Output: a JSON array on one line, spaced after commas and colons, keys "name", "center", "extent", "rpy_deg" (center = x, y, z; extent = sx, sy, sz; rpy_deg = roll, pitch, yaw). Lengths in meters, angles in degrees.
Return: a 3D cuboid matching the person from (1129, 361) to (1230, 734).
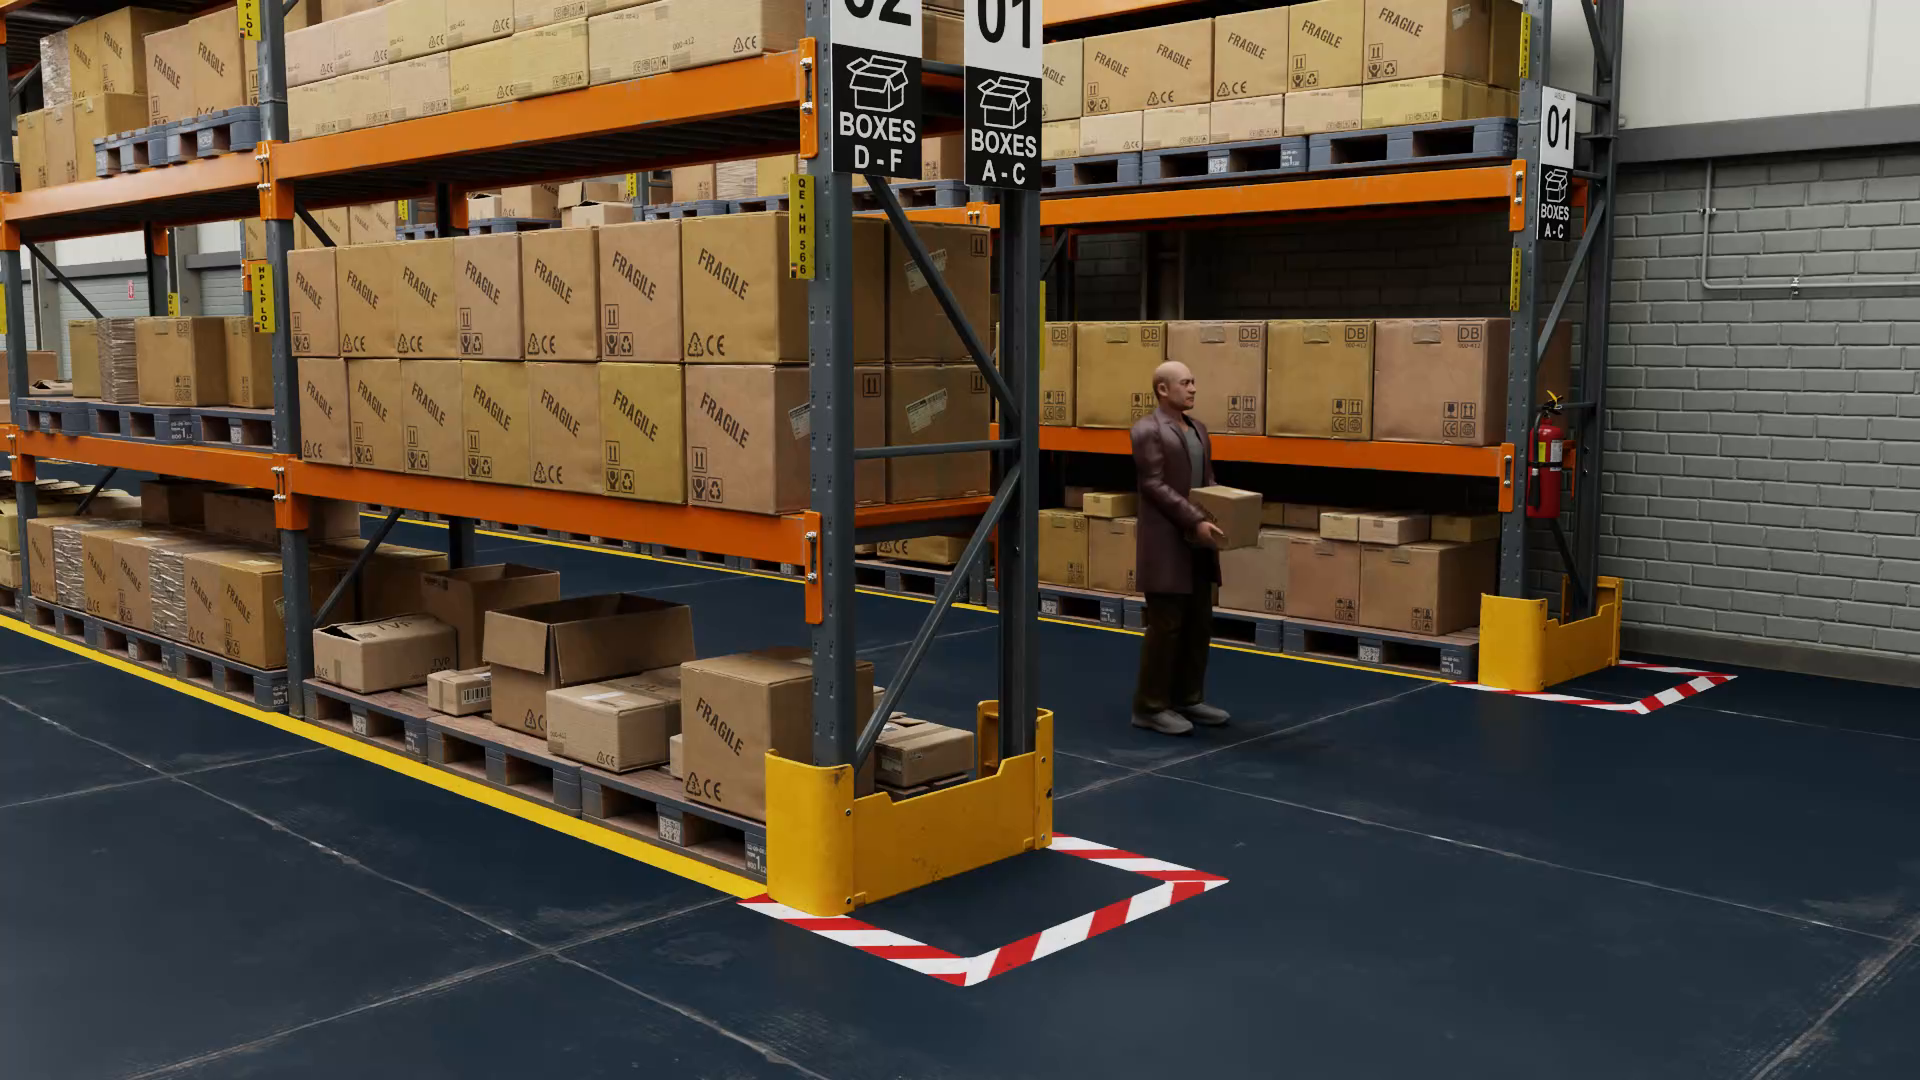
[{"name": "person", "center": [1.126, 0.033, 8.020], "extent": [0.538, 1.779, 0.542], "rpy_deg": [6, 9, 43]}]
